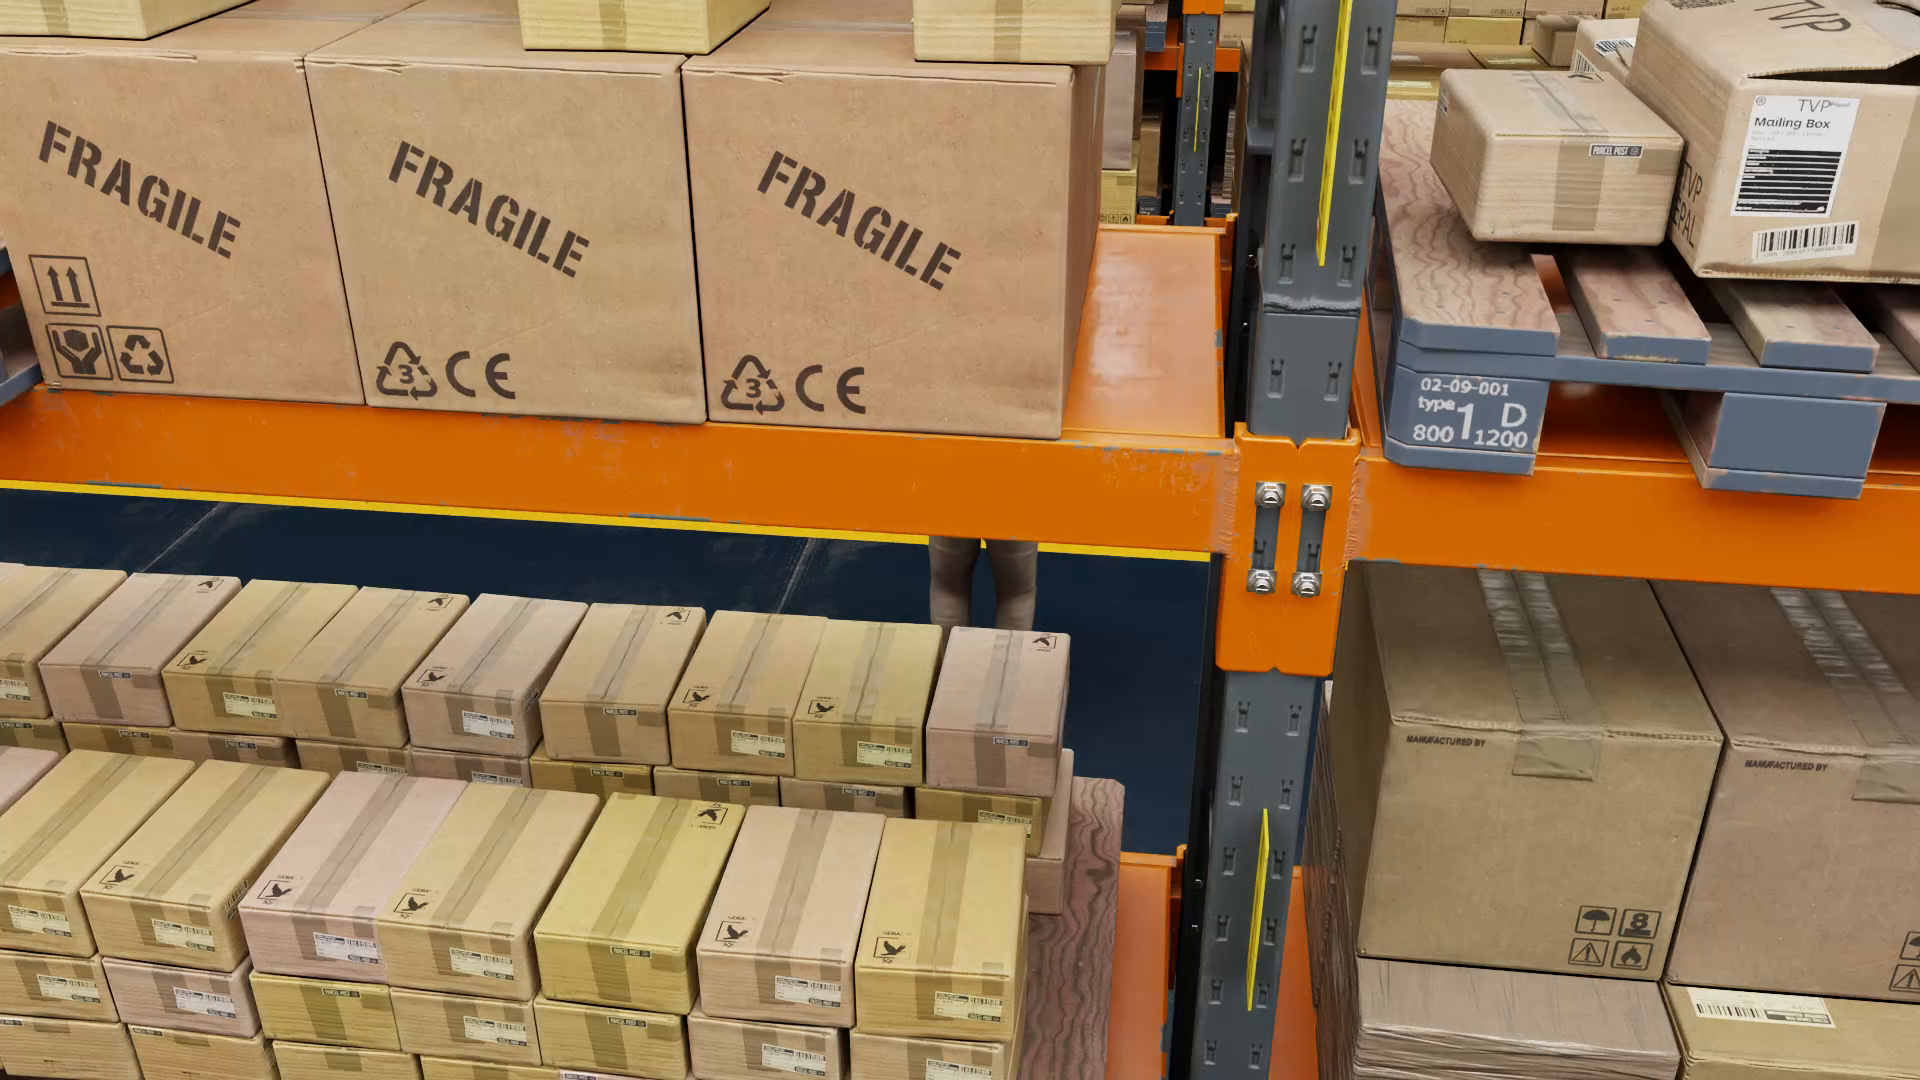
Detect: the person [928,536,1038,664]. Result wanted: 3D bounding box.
[{"bbox_3d":[0.087,-0.165,6.459,0.493,1.712,0.537,3,28,6],"label":"person"}]
